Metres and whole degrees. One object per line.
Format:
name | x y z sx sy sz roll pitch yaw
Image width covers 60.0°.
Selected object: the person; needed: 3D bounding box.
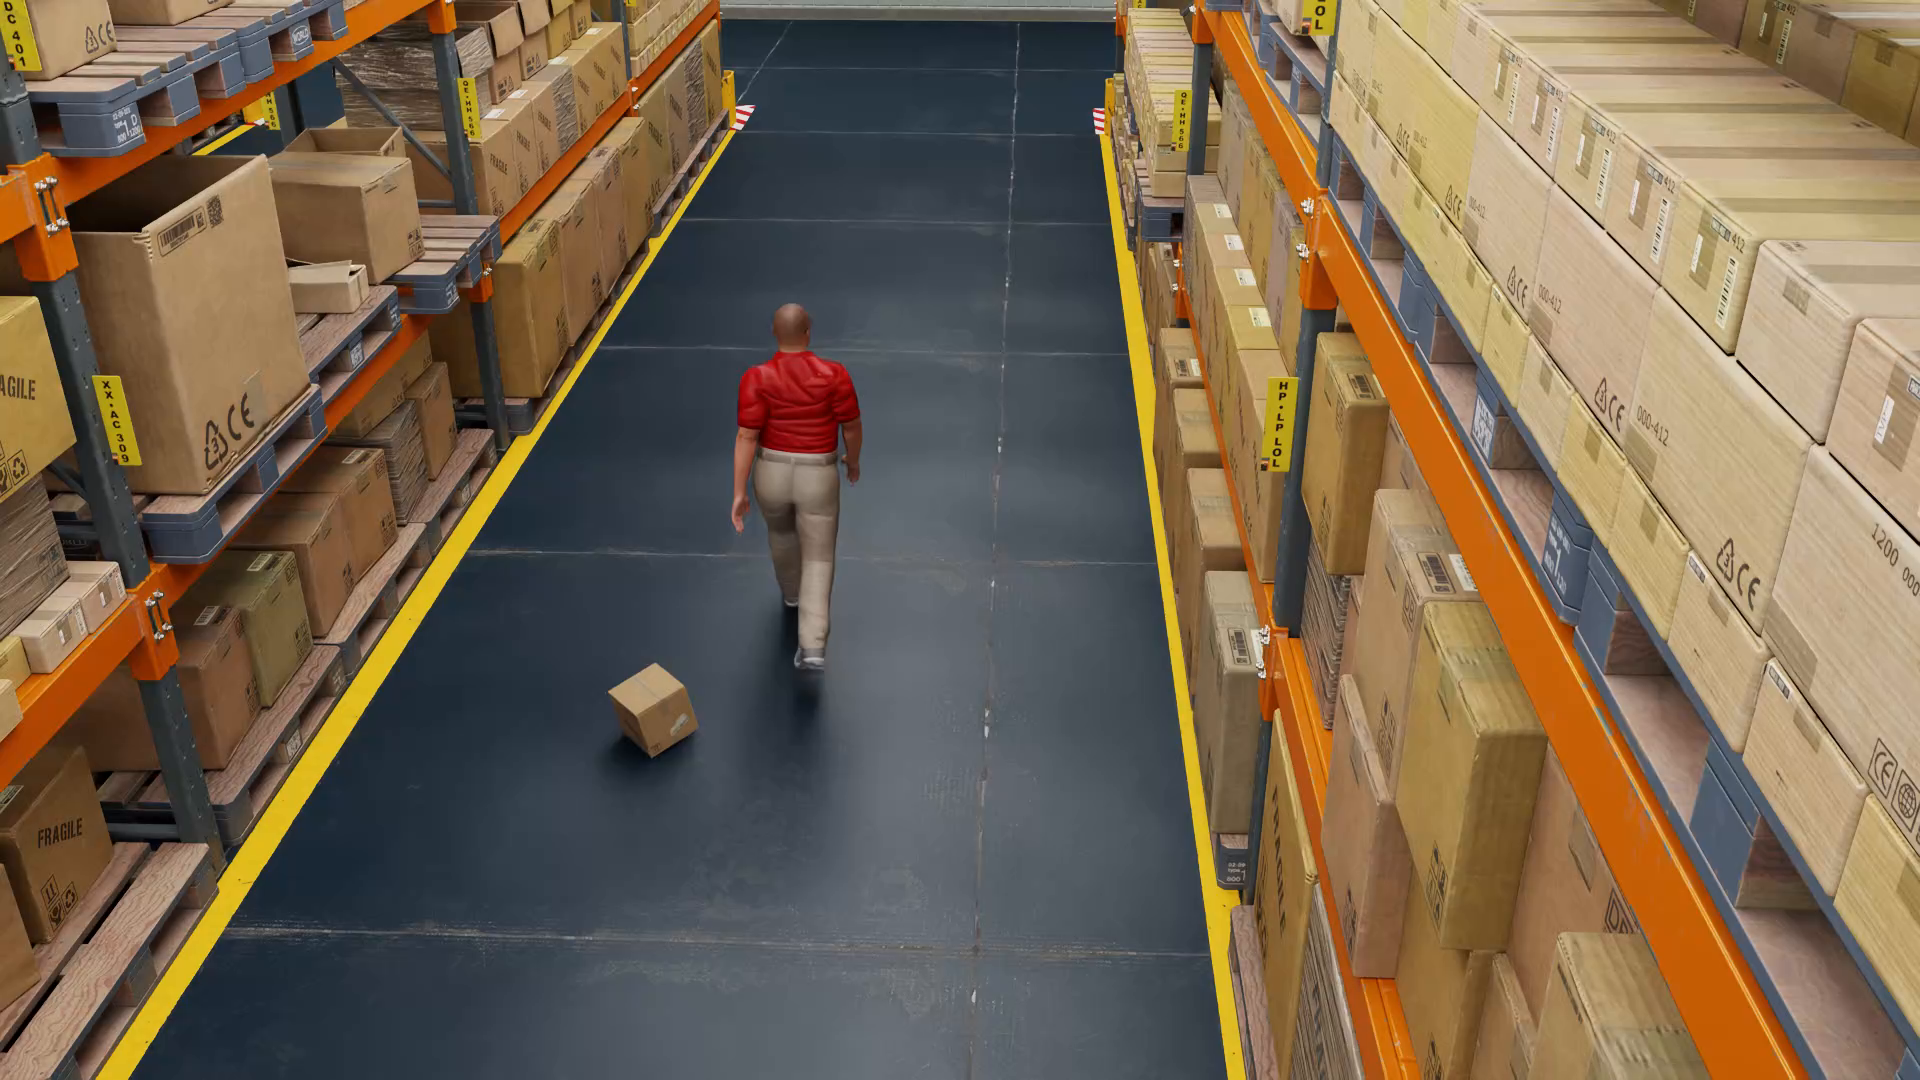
person | -0.745 -0.281 7.704 0.578 1.662 1.115 1 28 3
